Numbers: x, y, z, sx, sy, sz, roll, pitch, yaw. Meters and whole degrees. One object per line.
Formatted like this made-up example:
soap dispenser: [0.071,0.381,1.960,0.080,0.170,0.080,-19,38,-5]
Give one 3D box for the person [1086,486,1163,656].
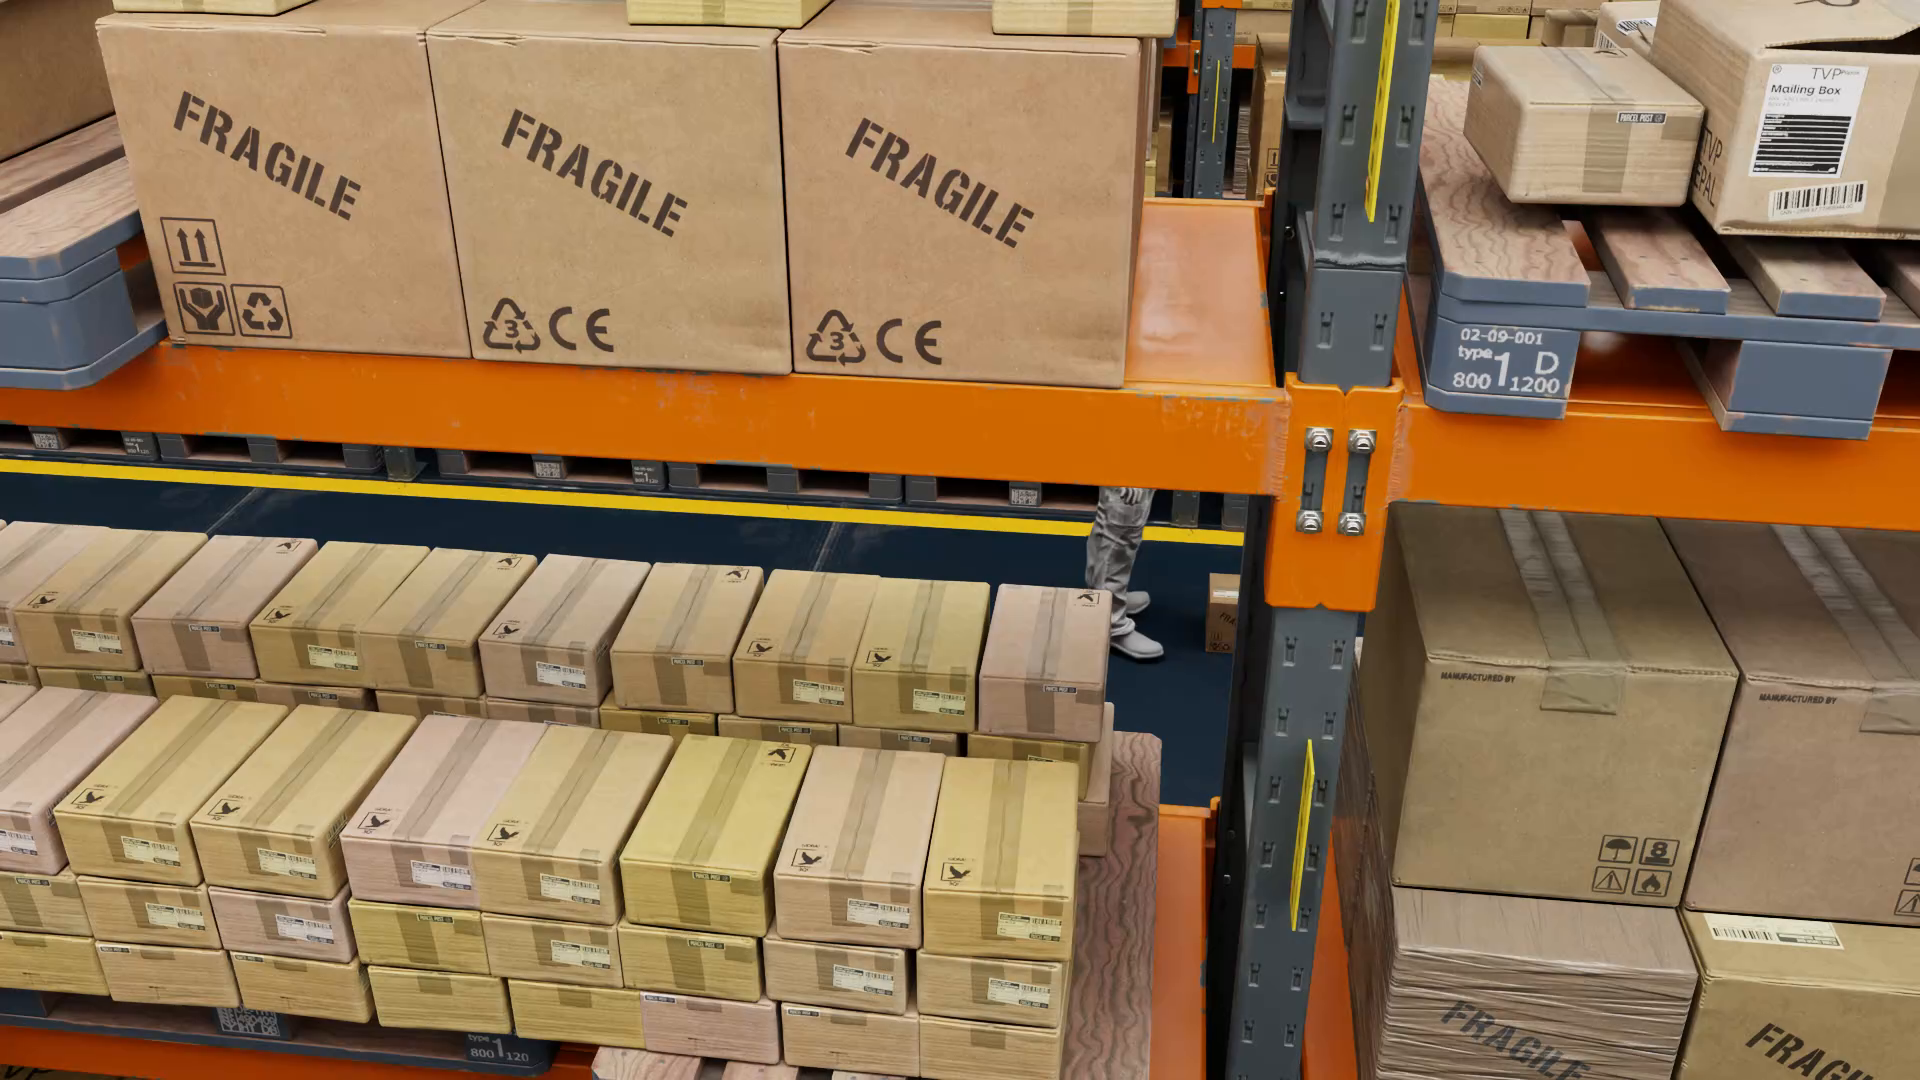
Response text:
person: [0.690,-0.414,6.817,0.354,1.787,0.580,1,28,2]
